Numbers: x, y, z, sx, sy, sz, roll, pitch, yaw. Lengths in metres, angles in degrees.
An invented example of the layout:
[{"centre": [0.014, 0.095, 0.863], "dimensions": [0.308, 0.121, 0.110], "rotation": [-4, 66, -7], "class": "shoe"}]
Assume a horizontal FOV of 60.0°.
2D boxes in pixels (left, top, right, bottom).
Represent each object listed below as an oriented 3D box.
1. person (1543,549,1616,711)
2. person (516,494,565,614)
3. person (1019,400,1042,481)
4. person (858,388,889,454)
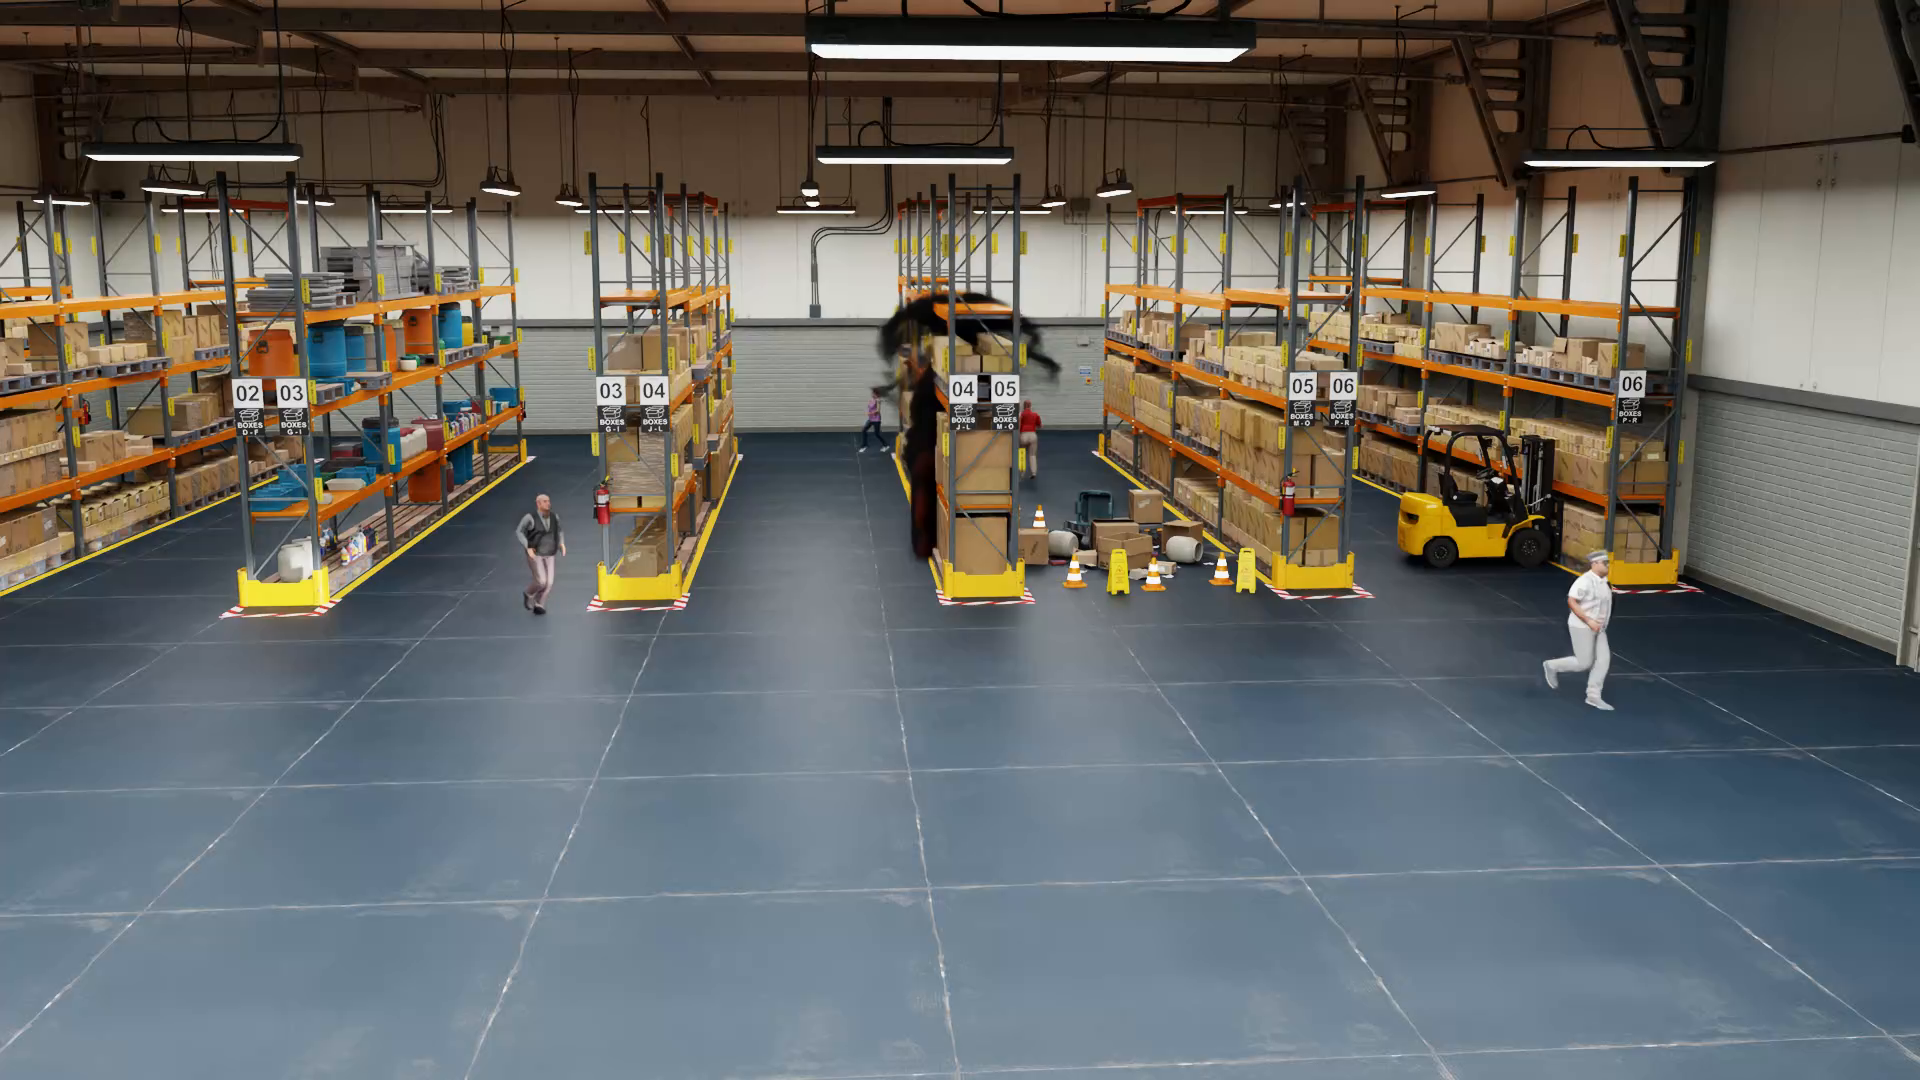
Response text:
[{"centre": [6.907, 0.951, 18.378], "dimensions": [0.688, 1.766, 0.830], "rotation": [-9, 14, -43], "class": "person"}, {"centre": [-5.715, 0.200, 22.832], "dimensions": [0.666, 1.667, 0.567], "rotation": [-9, 13, -41], "class": "person"}, {"centre": [1.463, -2.067, 35.589], "dimensions": [0.643, 1.819, 0.881], "rotation": [-2, 10, -12], "class": "person"}, {"centre": [-2.076, -2.895, 40.517], "dimensions": [0.765, 1.620, 0.537], "rotation": [-6, 12, -31], "class": "person"}]
